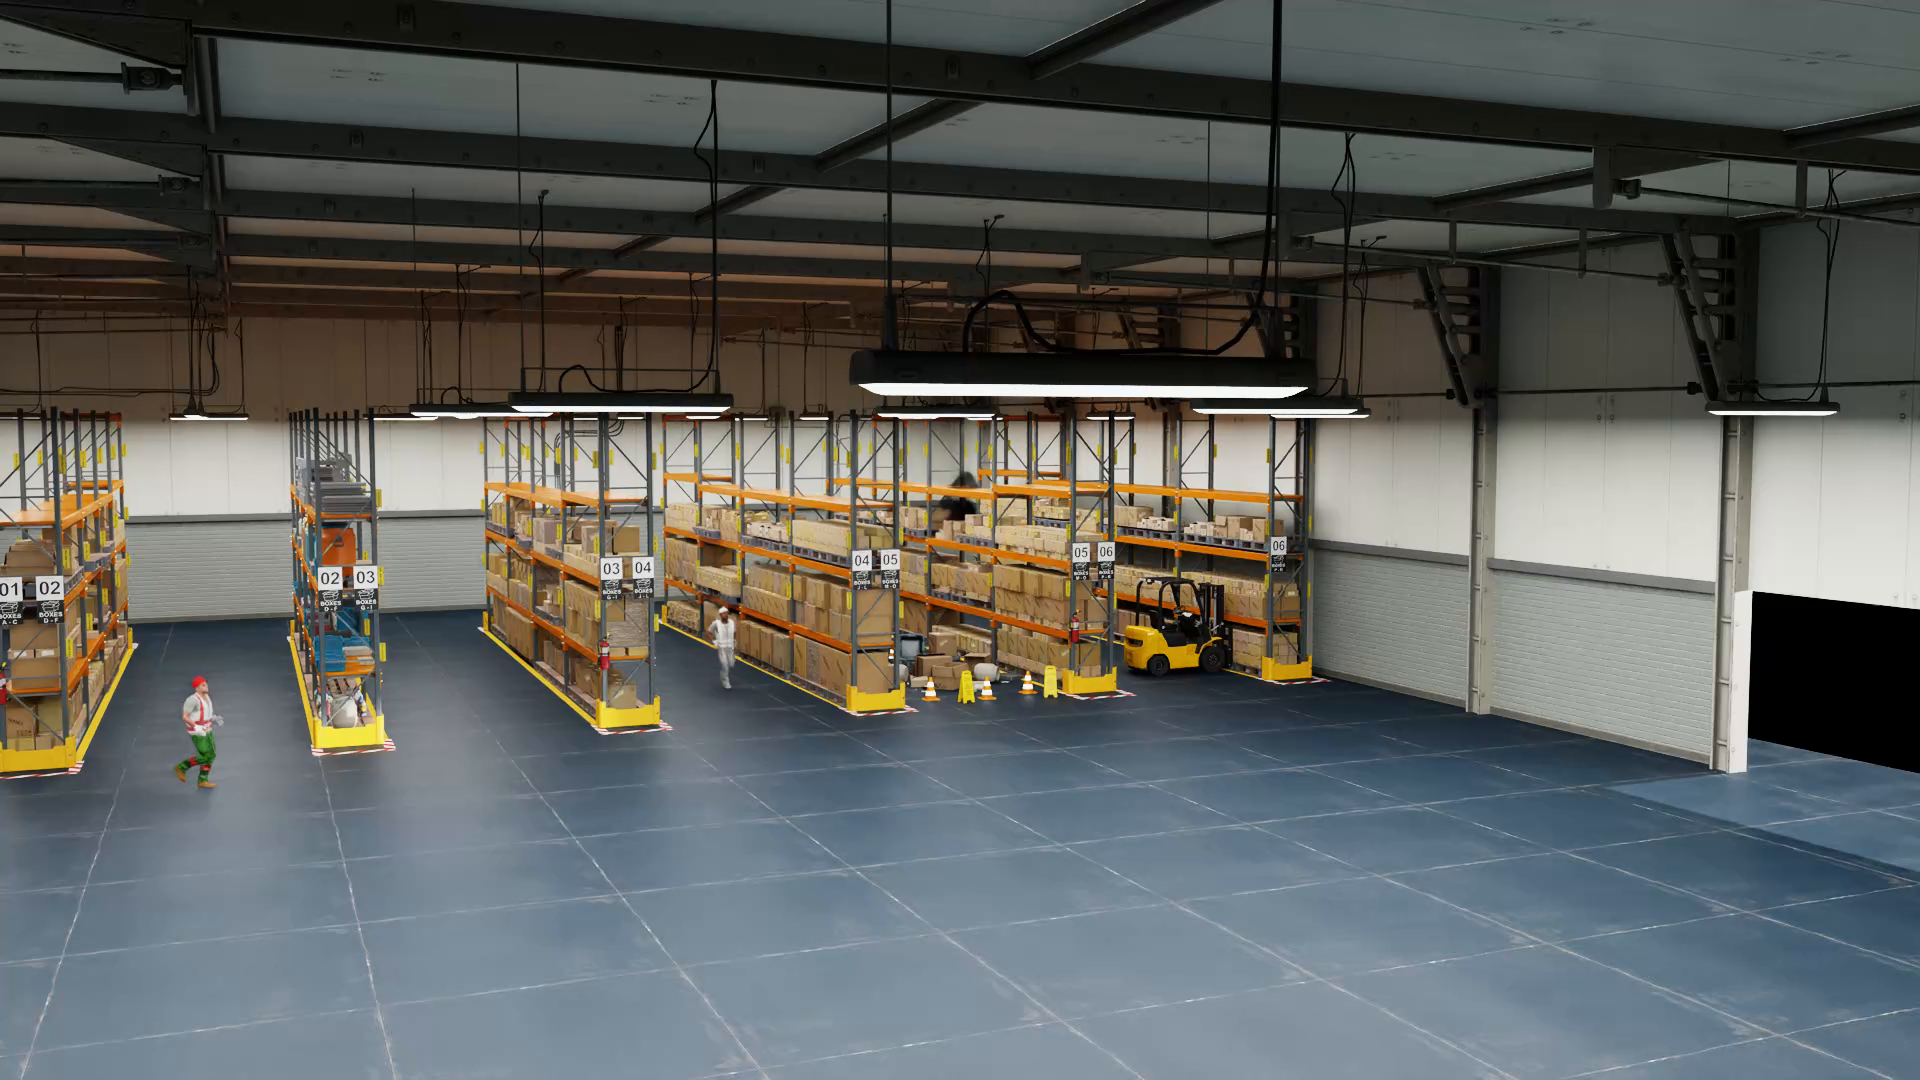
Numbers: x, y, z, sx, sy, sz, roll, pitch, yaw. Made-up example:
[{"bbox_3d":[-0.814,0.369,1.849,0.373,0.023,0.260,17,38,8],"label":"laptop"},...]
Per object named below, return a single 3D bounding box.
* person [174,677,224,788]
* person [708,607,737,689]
[{"bbox_3d":[-11.977,3.021,26.193,0.621,1.756,0.622,0,4,2],"label":"person"},{"bbox_3d":[-5.124,2.323,35.997,0.666,1.749,0.684,-2,5,-32],"label":"person"}]
